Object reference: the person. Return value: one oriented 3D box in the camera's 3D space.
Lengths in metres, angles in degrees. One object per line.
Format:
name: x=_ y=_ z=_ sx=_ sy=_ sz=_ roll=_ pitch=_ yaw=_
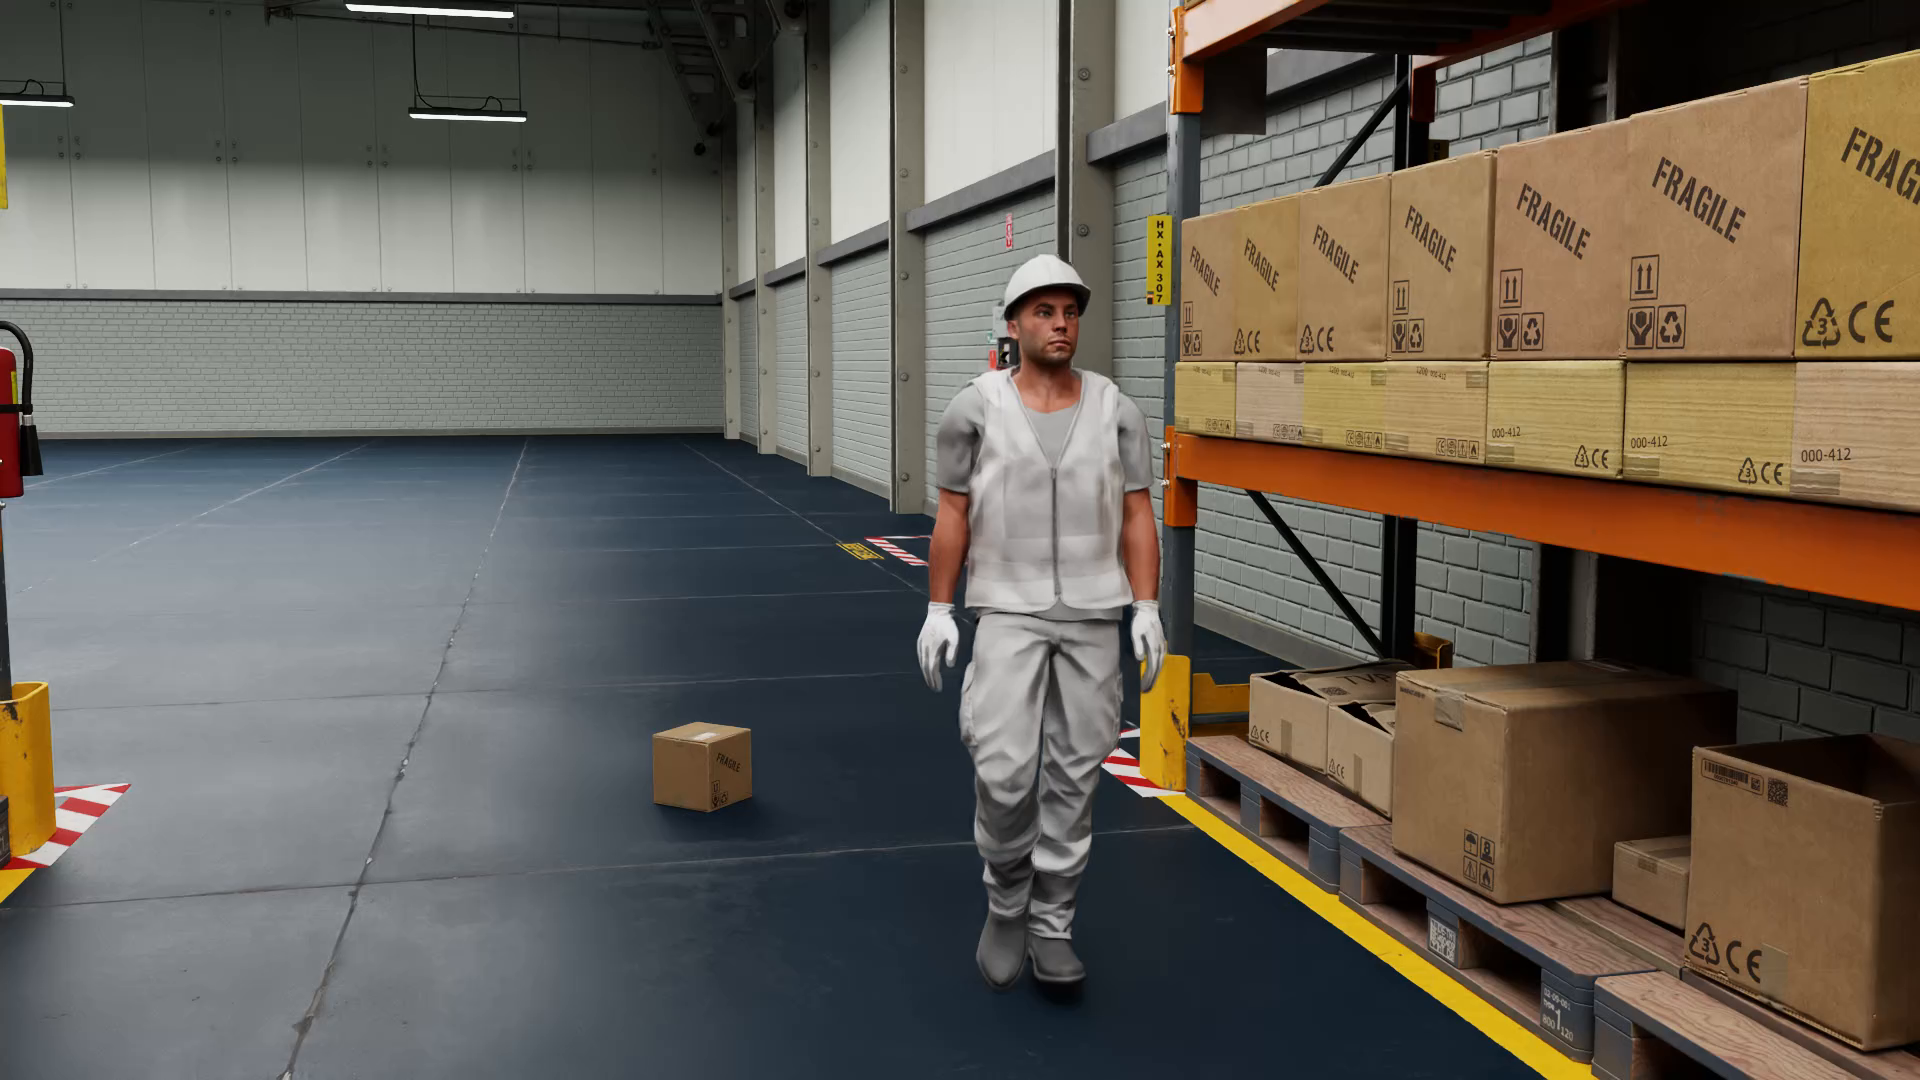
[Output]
person: x=0.208 y=0.215 z=4.018 sx=0.595 sy=1.801 sz=0.458 roll=-1 pitch=6 yaw=-9
